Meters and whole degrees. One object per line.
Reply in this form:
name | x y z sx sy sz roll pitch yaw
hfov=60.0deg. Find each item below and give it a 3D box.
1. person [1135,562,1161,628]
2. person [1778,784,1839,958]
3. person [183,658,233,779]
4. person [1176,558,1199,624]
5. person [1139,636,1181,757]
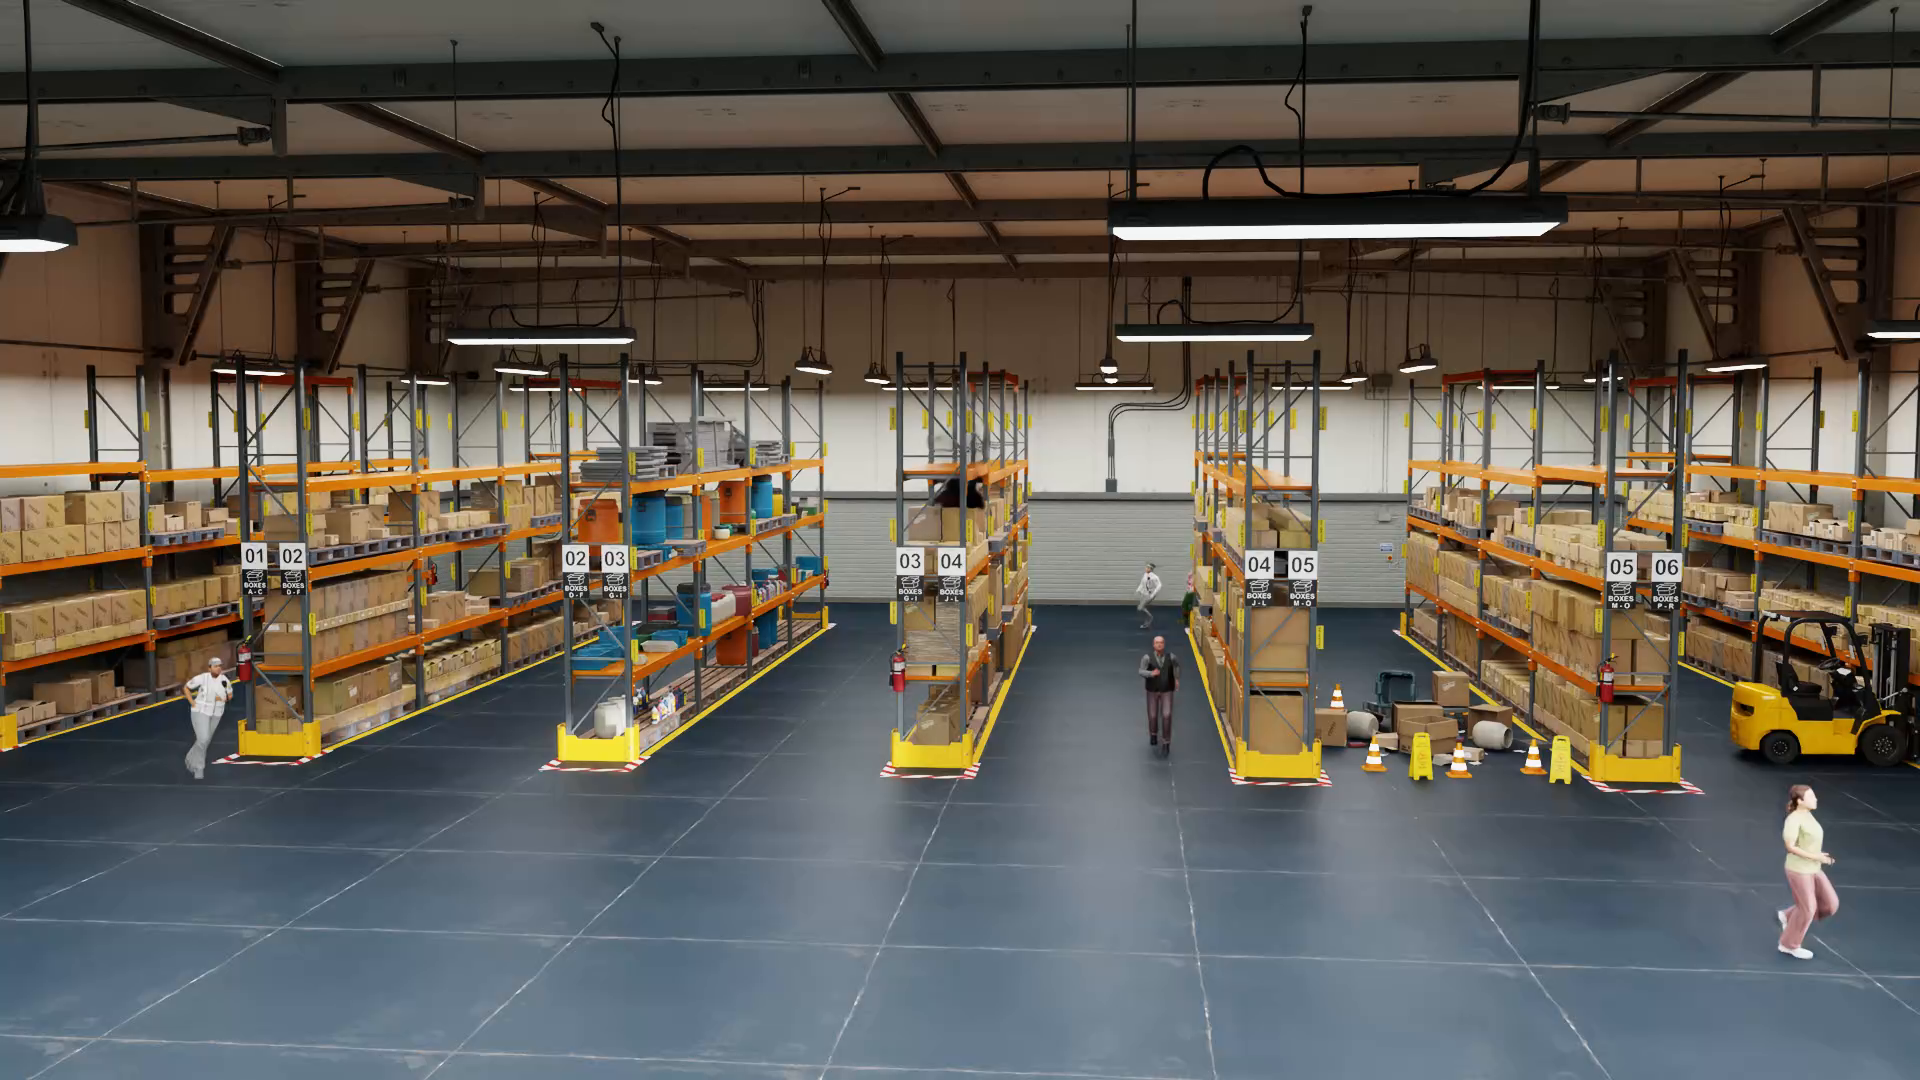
person | 4.506 1.337 40.166 0.497 1.634 0.674 -2 5 -26
person | 7.898 3.087 15.519 0.574 1.631 0.539 -4 5 -41
person | -10.747 2.525 23.707 0.717 1.713 0.669 3 5 38
person | 5.682 1.239 40.819 0.864 1.721 0.730 2 4 25
person | 3.030 2.338 25.242 0.635 1.767 0.840 0 4 6
